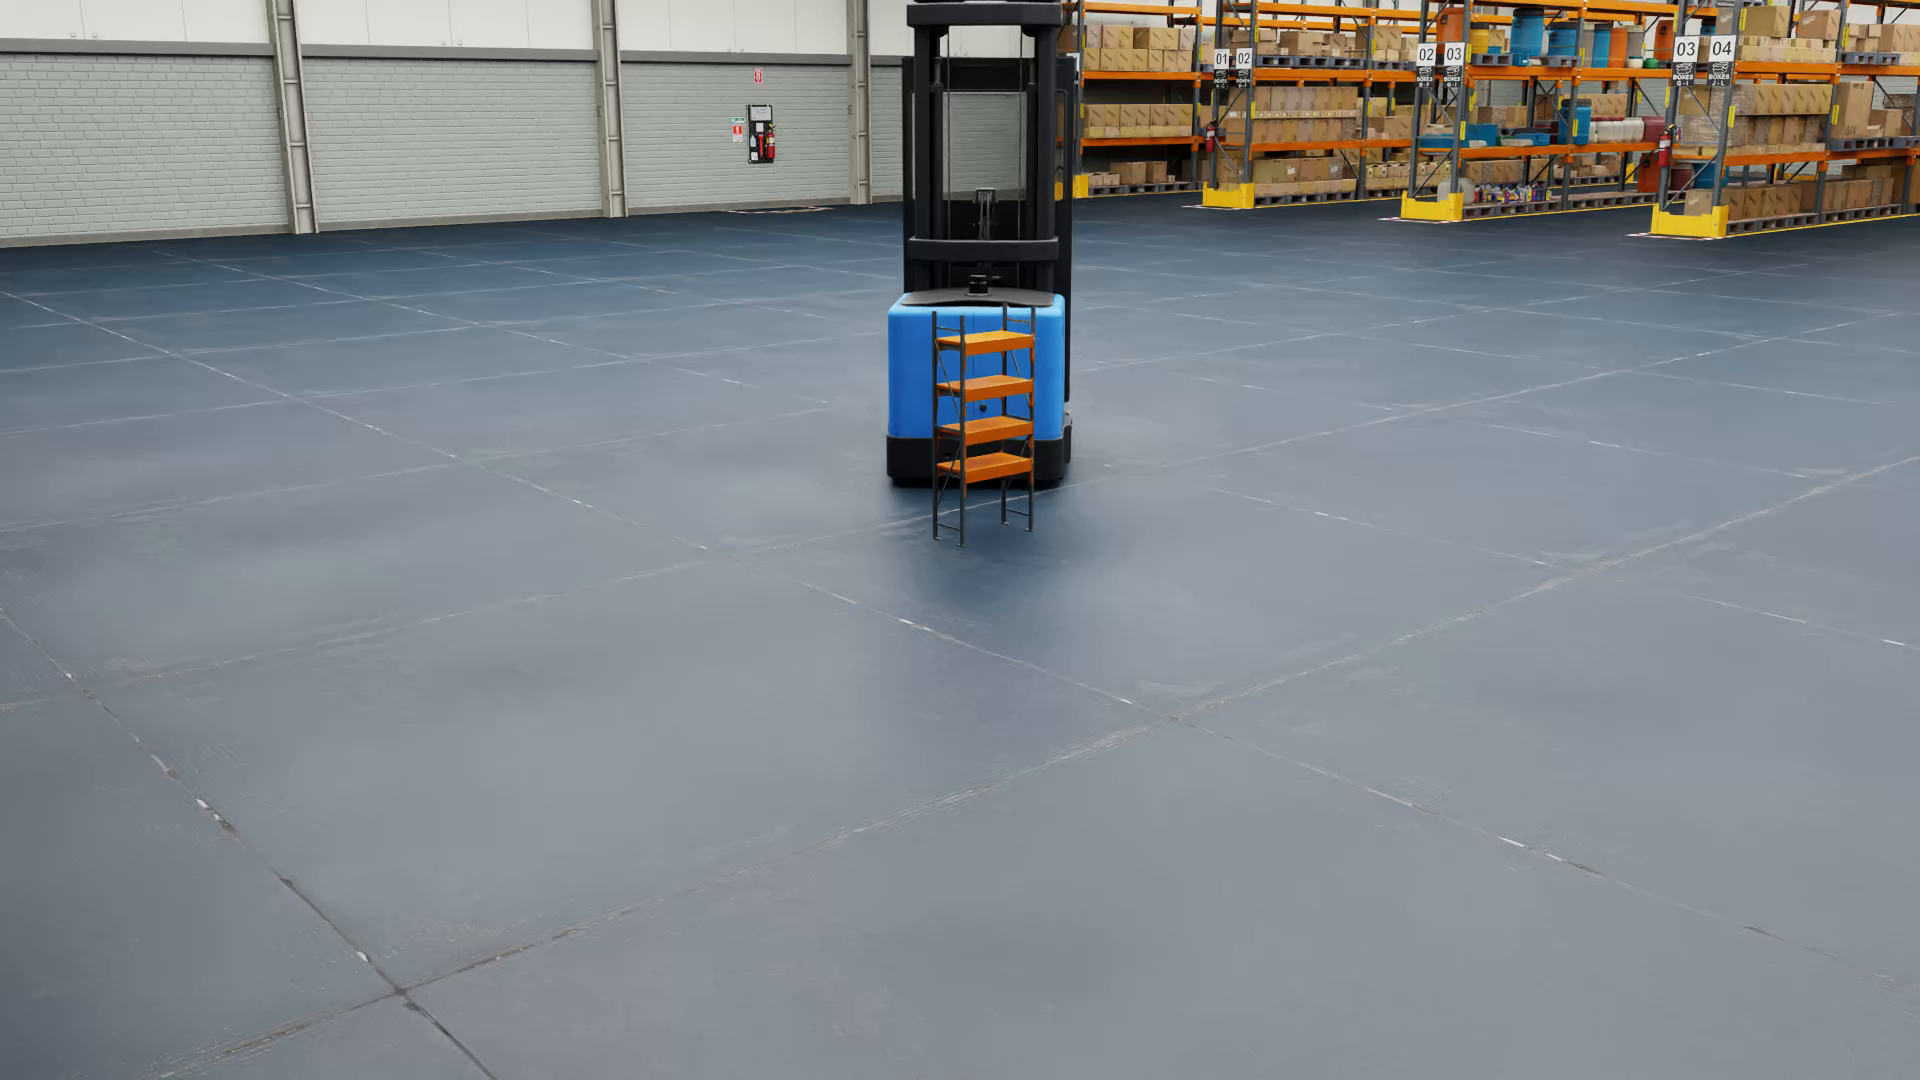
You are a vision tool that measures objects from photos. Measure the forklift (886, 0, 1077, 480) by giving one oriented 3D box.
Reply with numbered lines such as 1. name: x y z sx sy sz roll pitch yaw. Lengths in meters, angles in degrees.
1. forklift: 0.198 -2.097 10.922 1.130 2.935 3.031 1 15 4

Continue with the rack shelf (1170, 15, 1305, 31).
1. rack shelf: 6.945 -12.834 41.528 4.000 0.370 1.077 -13 19 -39

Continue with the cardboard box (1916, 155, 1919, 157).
1. cardboard box: 19.420 -7.361 33.798 0.875 0.875 1.225 -13 19 -39

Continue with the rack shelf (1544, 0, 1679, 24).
1. rack shelf: 13.448 -10.905 34.308 4.000 0.370 1.077 -13 19 -39

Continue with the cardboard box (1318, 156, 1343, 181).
1. cardboard box: 8.099 -8.207 36.723 0.500 0.500 0.500 -13 19 -39

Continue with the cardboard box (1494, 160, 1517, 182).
1. cardboard box: 13.402 -9.141 41.150 0.500 0.500 0.500 -14 20 -41

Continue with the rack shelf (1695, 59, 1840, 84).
1. rack shelf: 13.682 -8.007 28.497 4.000 0.370 1.077 -13 19 -39

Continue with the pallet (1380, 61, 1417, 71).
1. pallet: 10.413 -10.887 38.249 1.213 0.211 1.003 -12 19 -37

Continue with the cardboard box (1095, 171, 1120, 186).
1. cardboard box: 3.429 -8.570 39.378 0.500 0.311 0.500 -11 18 -35

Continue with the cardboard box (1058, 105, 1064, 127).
1. cardboard box: 2.634 -9.881 38.727 0.500 0.500 0.500 -13 20 -40

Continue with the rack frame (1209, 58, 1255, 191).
1. rack frame: 5.673 -8.496 34.745 0.127 3.000 1.000 -13 19 -39

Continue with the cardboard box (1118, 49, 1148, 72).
1. cardboard box: 4.042 -11.243 38.982 0.500 0.500 0.500 -11 19 -36

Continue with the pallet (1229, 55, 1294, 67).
1. pallet: 6.223 -10.017 34.799 1.213 0.211 1.003 -13 19 -39

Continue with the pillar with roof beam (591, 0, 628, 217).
1. pillar with roof beam: -3.848 -9.774 27.905 0.400 9.000 9.100 -13 19 -39

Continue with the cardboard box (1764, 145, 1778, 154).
1. cardboard box: 13.740 -6.683 28.442 0.250 0.149 0.380 -13 19 -39

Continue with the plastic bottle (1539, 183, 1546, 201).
1. plastic bottle: 11.642 -6.976 33.336 0.185 0.351 0.144 -13 20 -41

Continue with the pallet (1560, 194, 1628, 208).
1. pallet: 13.427 -7.210 35.333 1.213 0.211 1.003 -13 19 -39

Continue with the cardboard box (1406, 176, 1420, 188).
1. cardboard box: 10.317 -8.329 38.633 0.500 0.250 0.500 -12 19 -38

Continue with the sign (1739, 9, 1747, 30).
1. sign: 12.529 -8.333 26.627 0.005 0.325 0.100 -13 19 -39

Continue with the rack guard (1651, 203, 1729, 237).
1. rack guard: 12.230 -5.372 27.893 0.348 0.500 1.175 -13 19 -39

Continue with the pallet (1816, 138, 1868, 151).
1. pallet: 15.862 -7.253 30.463 1.213 0.211 1.003 -13 19 -39

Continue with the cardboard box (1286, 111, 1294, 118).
1. cardboard box: 6.888 -9.058 35.396 0.250 0.149 0.380 -14 20 -41

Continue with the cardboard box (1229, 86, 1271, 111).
1. cardboard box: 6.073 -9.257 34.885 0.500 0.500 0.700 -13 19 -39

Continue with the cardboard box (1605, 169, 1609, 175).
1. cardboard box: 17.130 -9.859 44.485 0.250 0.166 0.380 -13 19 -39

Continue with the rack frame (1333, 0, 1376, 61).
1. rack frame: 8.690 -12.072 36.507 0.127 3.000 1.000 -13 19 -39

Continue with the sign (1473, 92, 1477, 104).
1. sign: 14.834 -12.736 47.916 0.005 0.325 0.100 -13 19 -39

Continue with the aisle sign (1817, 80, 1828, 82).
1. aisle sign: 21.238 -11.453 40.776 0.004 0.787 0.394 -13 19 -39

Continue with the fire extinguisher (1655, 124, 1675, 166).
1. fire extinguisher: 11.784 -6.600 27.796 0.183 0.674 0.296 -13 19 -39

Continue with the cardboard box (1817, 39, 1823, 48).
1. cardboard box: 14.741 -8.616 28.898 0.250 0.149 0.380 -14 20 -42

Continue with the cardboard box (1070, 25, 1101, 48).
1. cardboard box: 2.868 -11.468 37.889 0.500 0.500 0.500 14 21 43

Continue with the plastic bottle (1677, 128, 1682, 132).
1. plastic bottle: 15.844 -8.915 36.554 0.135 0.276 0.152 -13 19 -39

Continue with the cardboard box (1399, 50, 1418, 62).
1. cardboard box: 10.173 -11.065 38.028 0.500 0.250 0.500 14 20 42

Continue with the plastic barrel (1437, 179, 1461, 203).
1. plastic barrel: 9.368 -6.658 31.872 0.421 0.512 0.421 0 15 0

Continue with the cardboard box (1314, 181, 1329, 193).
1. cardboard box: 7.733 -7.757 36.491 0.500 0.250 0.500 -13 19 -39

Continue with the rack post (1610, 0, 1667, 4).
1. rack post: 13.368 -11.554 34.181 3.121 1.000 1.013 -13 19 -39

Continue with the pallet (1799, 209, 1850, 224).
1. pallet: 15.777 -6.030 30.914 1.213 0.211 1.003 -13 19 -39

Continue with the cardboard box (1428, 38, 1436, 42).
1. cardboard box: 12.945 -13.722 46.327 0.500 0.500 0.500 -12 19 -39

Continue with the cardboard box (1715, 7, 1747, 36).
1. cardboard box: 13.176 -8.761 28.187 0.500 0.500 0.500 -13 19 -39

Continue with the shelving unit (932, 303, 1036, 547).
1. shelving unit: 0.125 -0.608 8.700 0.503 1.200 0.258 -13 19 -39

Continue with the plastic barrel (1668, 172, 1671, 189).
1. plastic barrel: 15.682 -8.087 37.219 0.421 0.512 0.421 0 15 0

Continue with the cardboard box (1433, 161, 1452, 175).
1. cardboard box: 11.474 -8.860 39.535 0.500 0.311 0.500 -12 19 -38

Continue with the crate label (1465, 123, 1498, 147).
1. crate label: 10.133 -7.913 32.492 0.616 0.435 0.502 -13 19 -39

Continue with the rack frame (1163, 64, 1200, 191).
1. rack frame: 5.436 -10.137 40.890 0.127 3.000 1.000 -13 19 -39

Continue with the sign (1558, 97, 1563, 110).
1. sign: 15.092 -10.981 41.804 0.005 0.325 0.100 -13 19 -39

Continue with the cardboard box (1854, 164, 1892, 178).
1. cardboard box: 17.722 -7.170 32.318 0.500 0.250 0.500 -12 19 -37

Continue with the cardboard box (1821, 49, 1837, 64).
1. cardboard box: 15.018 -8.493 29.212 0.500 0.250 0.500 -12 19 -37

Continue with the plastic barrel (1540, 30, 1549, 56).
1. plastic barrel: 11.485 -9.880 33.083 0.421 0.512 0.421 0 15 0

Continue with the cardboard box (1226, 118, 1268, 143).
1. cardboard box: 6.033 -8.621 35.019 0.500 0.500 0.700 -13 19 -39

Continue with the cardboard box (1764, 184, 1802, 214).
1. cardboard box: 14.862 -6.180 30.103 0.500 0.500 0.500 -13 20 -41

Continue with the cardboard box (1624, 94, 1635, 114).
1. cardboard box: 17.588 -11.609 44.267 0.500 0.500 0.500 -13 20 -40

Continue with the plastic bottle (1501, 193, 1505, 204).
1. plastic bottle: 10.572 -6.656 32.425 0.097 0.201 0.097 0 15 0

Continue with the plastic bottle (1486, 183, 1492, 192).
1. plastic bottle: 10.595 -6.982 33.355 0.185 0.351 0.144 -13 20 -40

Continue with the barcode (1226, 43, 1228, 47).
1. barcode: 5.584 -10.371 34.826 0.075 0.075 0.001 -13 19 -39

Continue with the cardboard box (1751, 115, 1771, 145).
1. cardboard box: 13.310 -7.031 28.490 0.500 0.500 0.875 -13 19 -39

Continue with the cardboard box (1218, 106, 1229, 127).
1. cardboard box: 6.268 -10.571 41.467 0.500 0.500 0.700 -10 18 -34
